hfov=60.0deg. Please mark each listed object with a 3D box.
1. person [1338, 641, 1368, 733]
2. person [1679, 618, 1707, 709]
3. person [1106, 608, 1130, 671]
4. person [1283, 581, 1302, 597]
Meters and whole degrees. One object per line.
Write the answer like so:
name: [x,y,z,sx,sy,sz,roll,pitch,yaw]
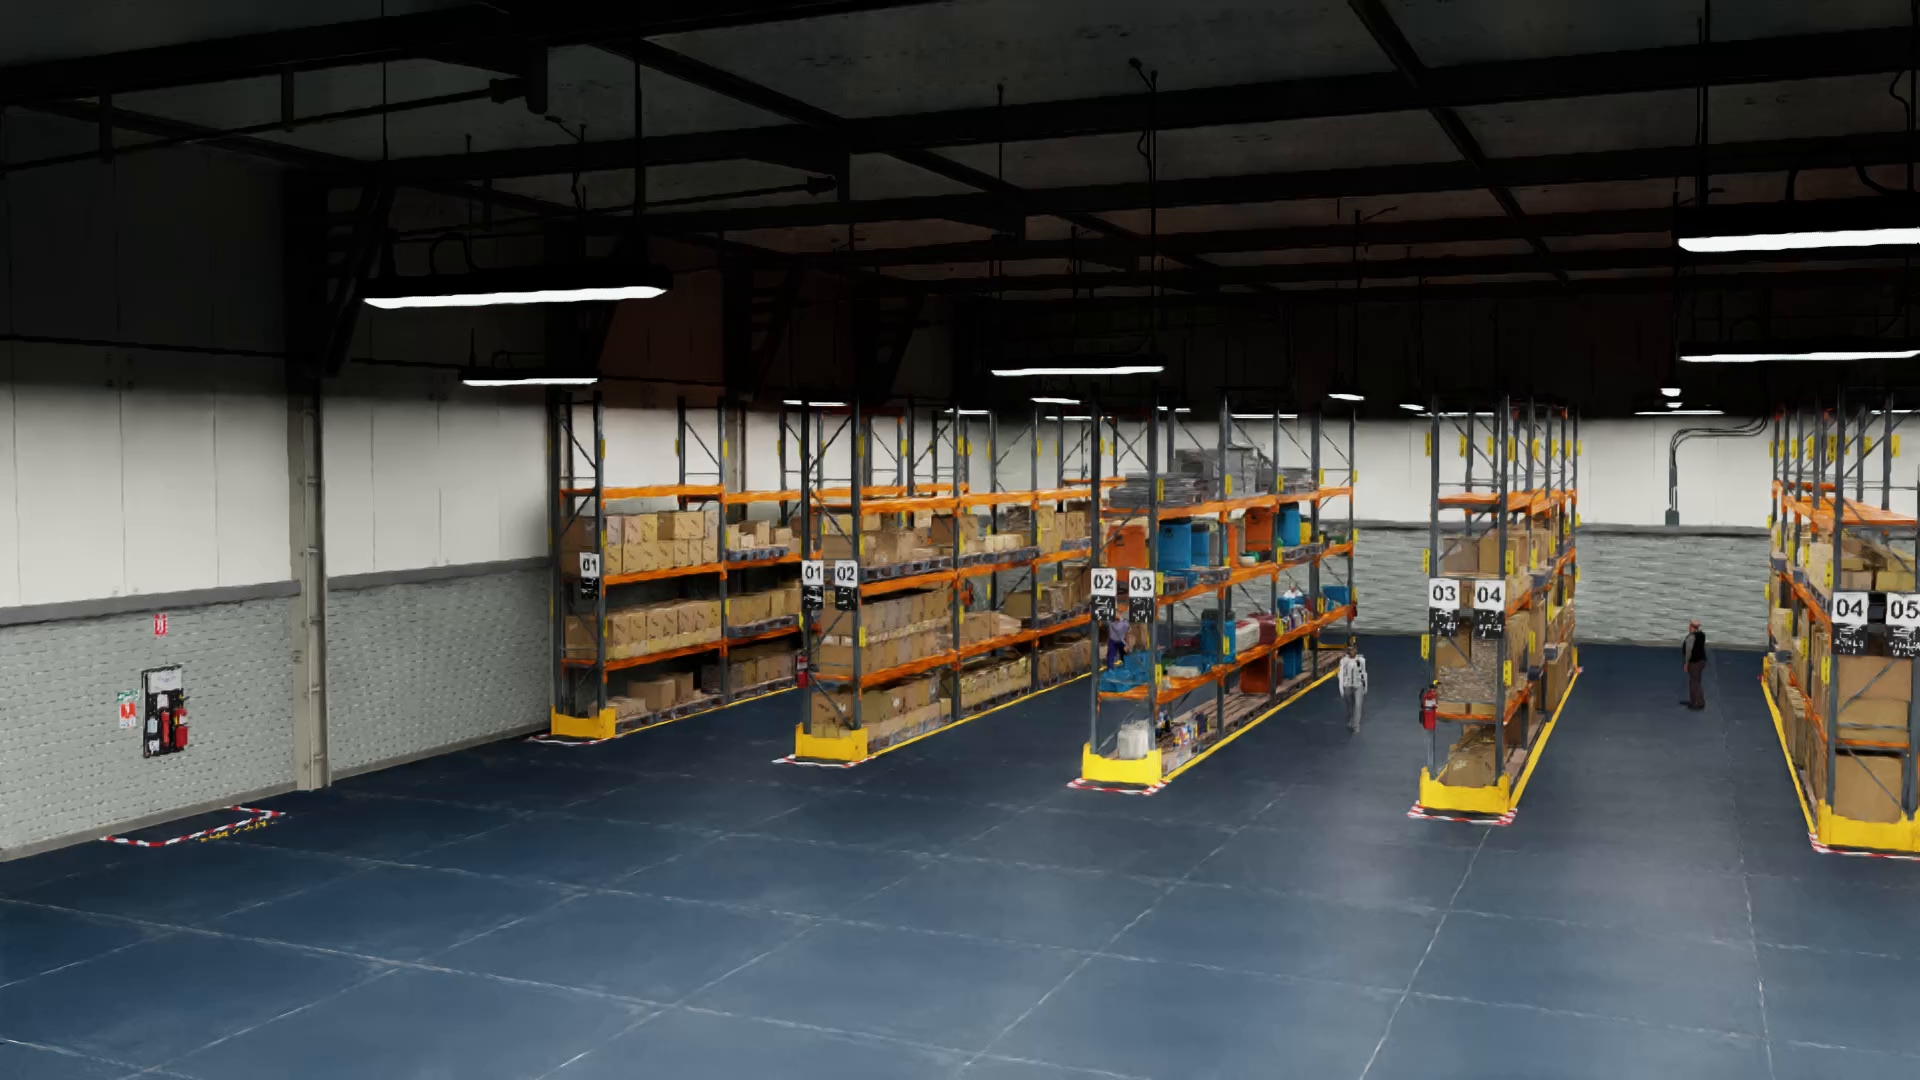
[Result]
person: [6.915,2.561,29.321,0.498,1.585,1.066,1,3,21]
person: [14.090,2.361,31.974,0.638,1.718,0.586,-3,4,-45]
person: [3.409,2.241,35.705,0.478,1.552,1.093,1,3,21]
person: [8.531,1.847,42.584,0.592,1.625,0.531,1,3,22]
